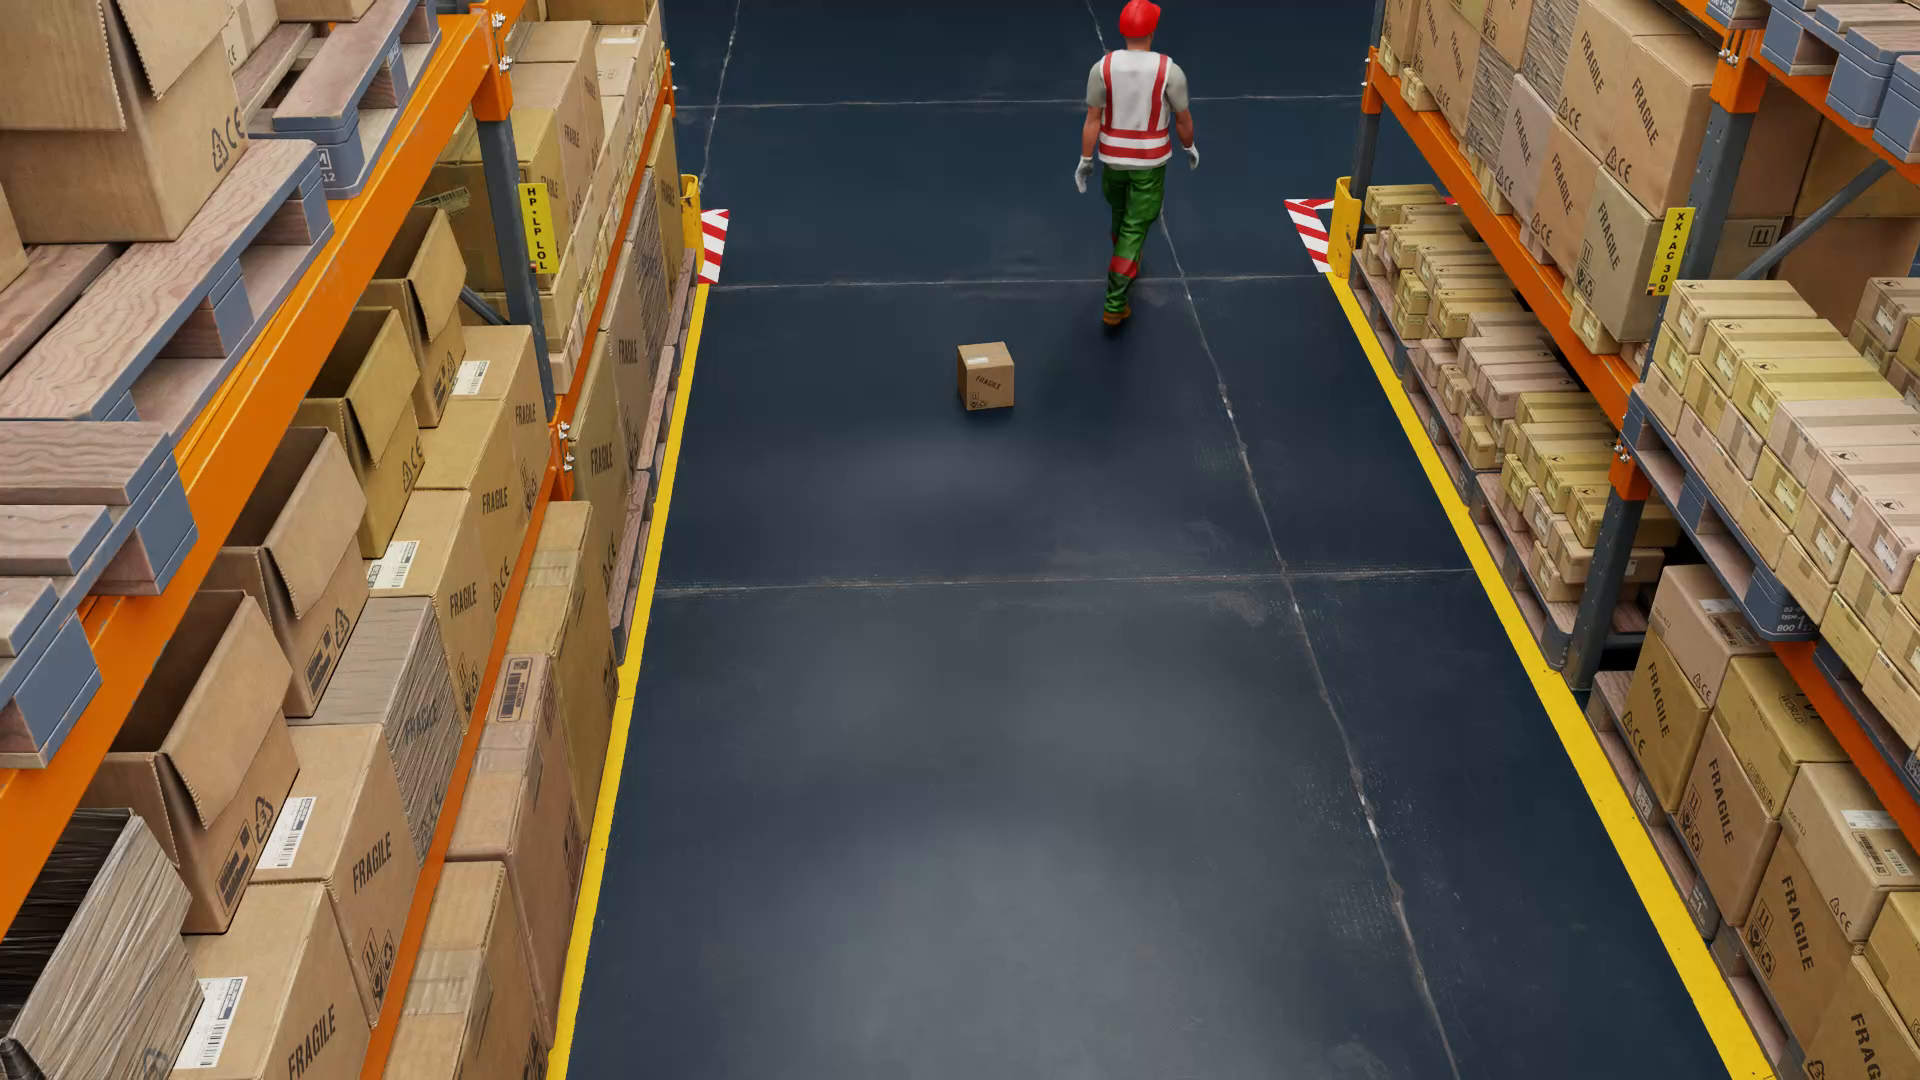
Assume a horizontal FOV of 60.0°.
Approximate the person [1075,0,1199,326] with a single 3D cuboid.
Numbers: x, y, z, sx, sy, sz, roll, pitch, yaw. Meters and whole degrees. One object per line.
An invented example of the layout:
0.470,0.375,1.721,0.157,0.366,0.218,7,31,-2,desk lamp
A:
0.996,-2.140,9.185,0.605,1.739,1.050,13,37,18,person
